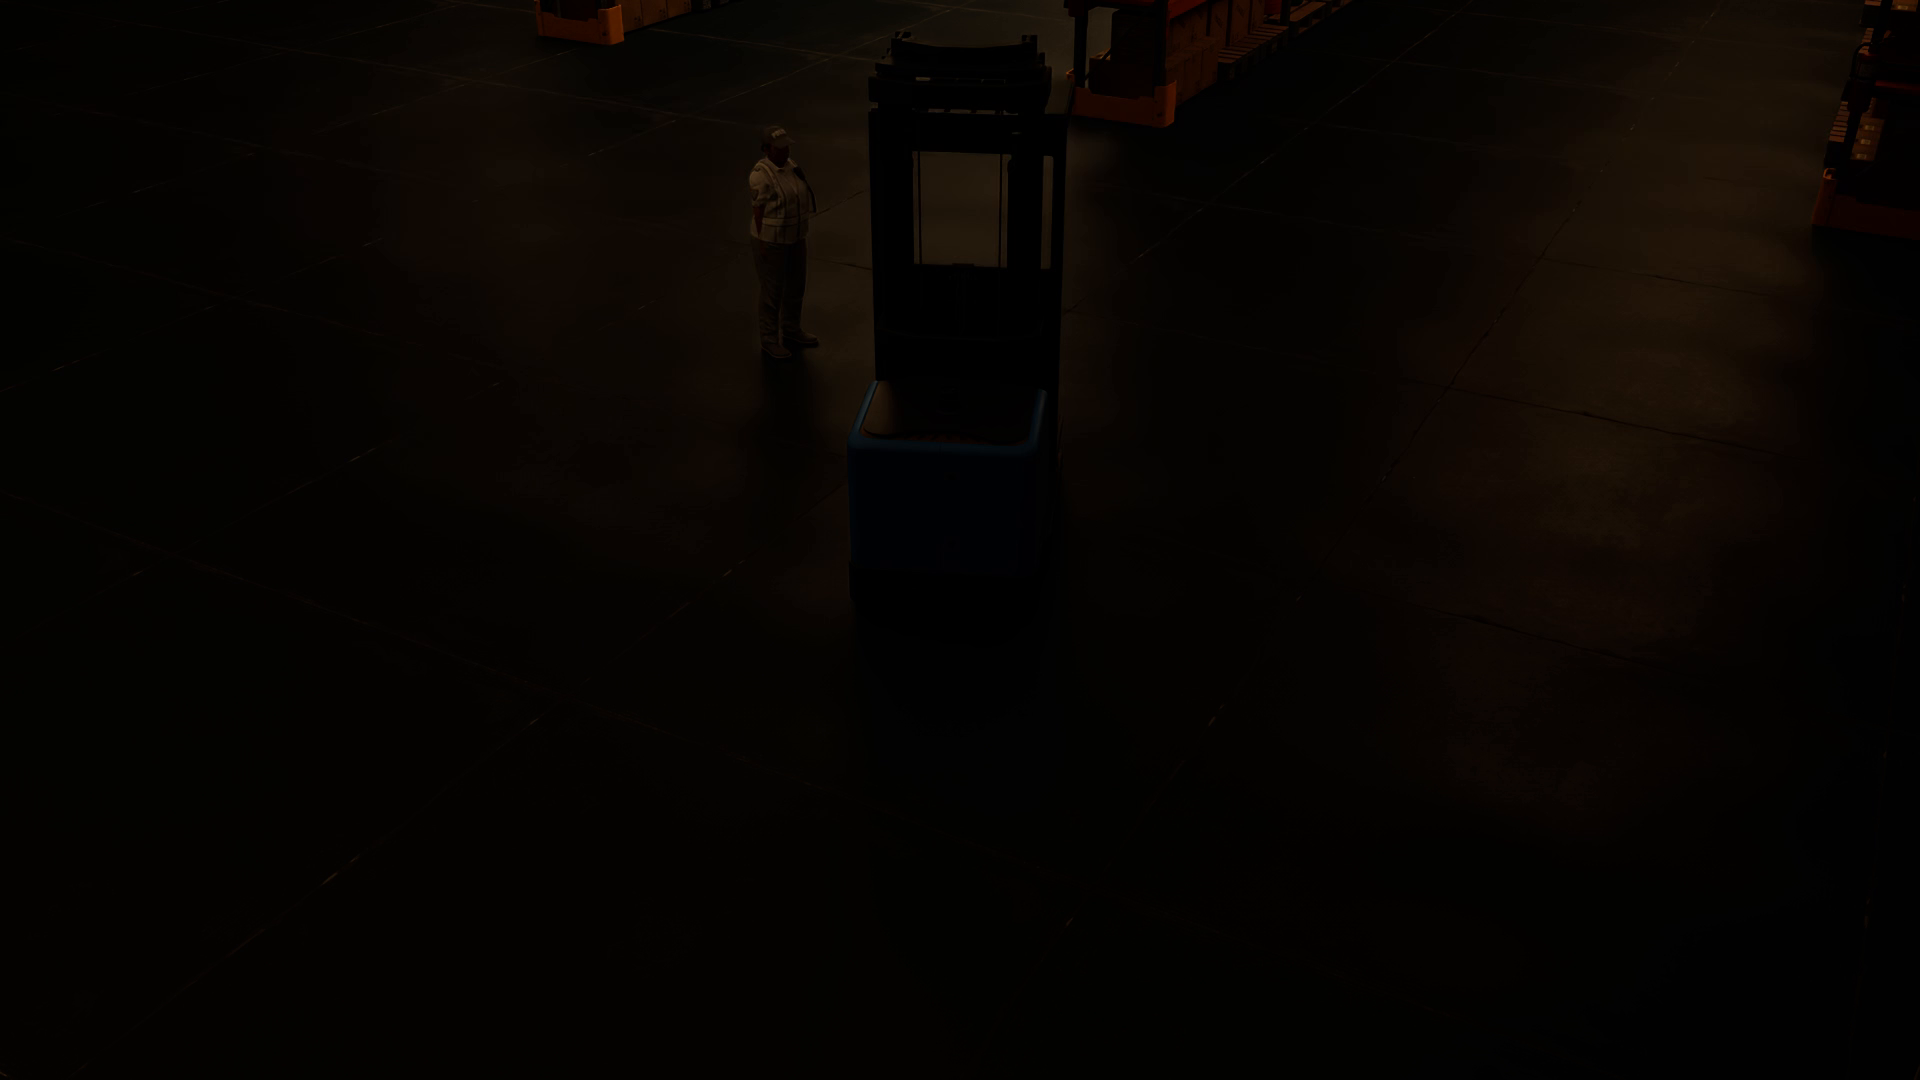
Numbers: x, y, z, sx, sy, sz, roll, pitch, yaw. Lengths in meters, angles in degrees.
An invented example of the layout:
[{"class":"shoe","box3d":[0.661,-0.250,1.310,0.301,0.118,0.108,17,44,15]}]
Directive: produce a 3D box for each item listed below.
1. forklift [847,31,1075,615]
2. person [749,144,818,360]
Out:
[{"class":"forklift","box3d":[0.072,-1.572,9.794,1.130,2.935,3.031,3,30,6]},{"class":"person","box3d":[-1.305,-2.093,12.189,0.396,1.450,0.484,18,35,29]}]
